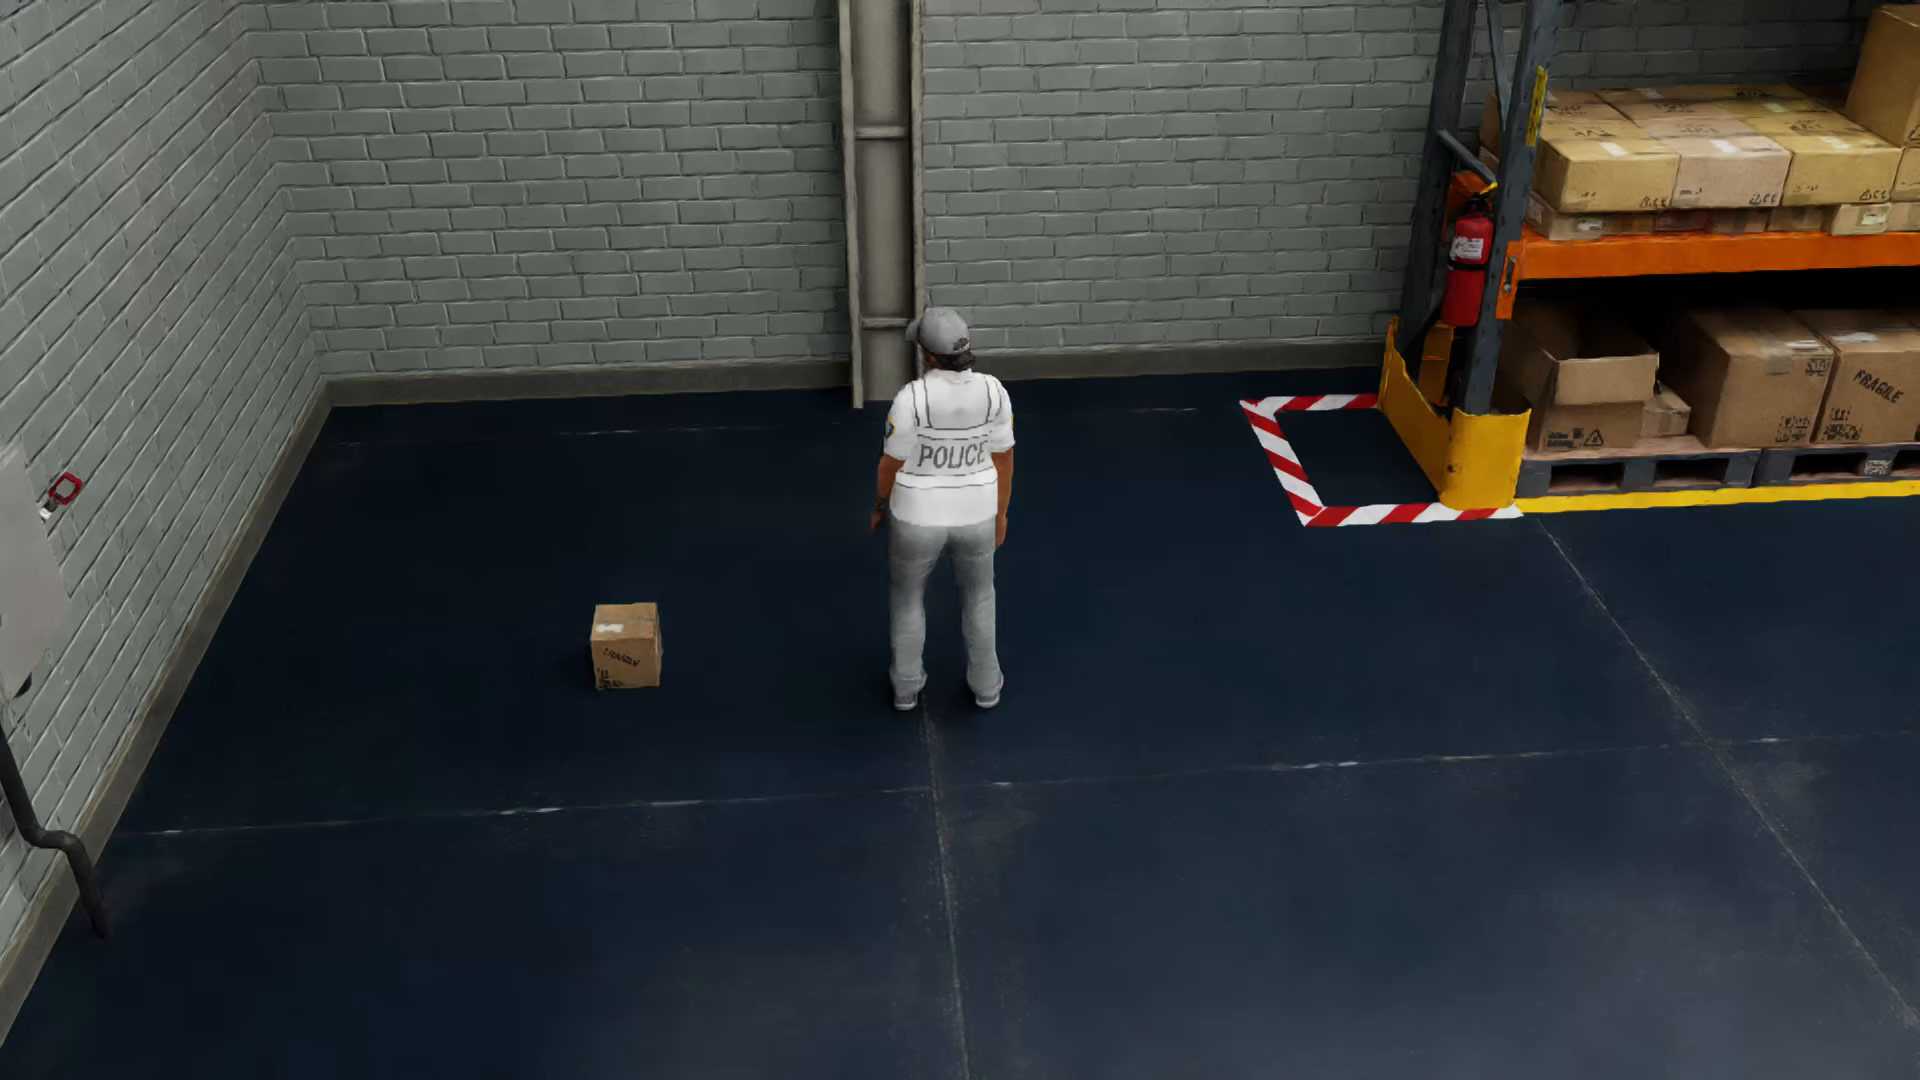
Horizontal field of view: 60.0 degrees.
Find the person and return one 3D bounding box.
[{"bbox_3d":[-0.061,-0.082,6.228,0.529,1.675,0.393,-8,32,-13],"label":"person"}]
